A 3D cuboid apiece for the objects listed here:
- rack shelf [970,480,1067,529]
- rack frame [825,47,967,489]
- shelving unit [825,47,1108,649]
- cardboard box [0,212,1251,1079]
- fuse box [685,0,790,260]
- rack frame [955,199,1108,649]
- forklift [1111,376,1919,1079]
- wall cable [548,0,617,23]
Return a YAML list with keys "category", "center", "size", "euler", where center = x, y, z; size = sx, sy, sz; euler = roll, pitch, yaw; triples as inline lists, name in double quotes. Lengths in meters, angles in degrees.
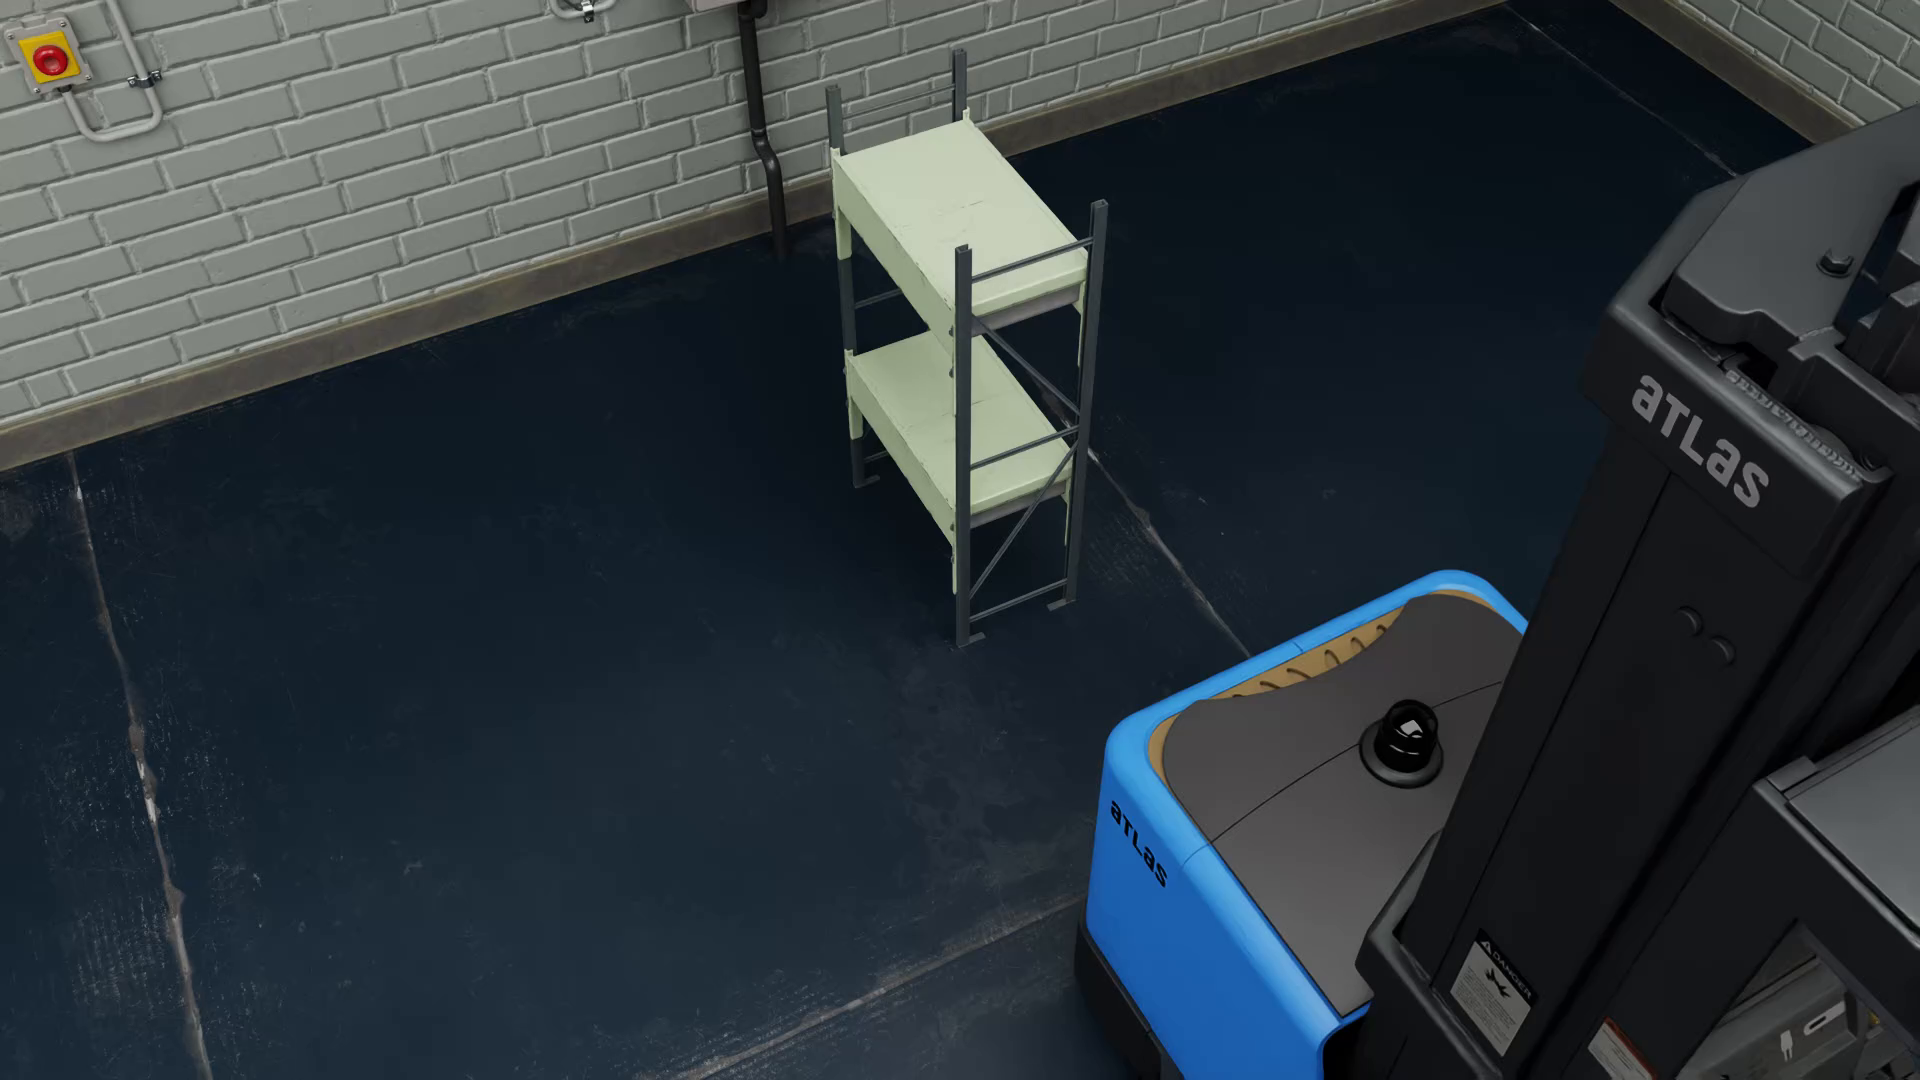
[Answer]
- category: "rack shelf"
  center: [0.003, -0.322, 4.873]
  size: [0.332, 0.071, 0.664]
  euler: [-21, 52, -18]
- category: "rack frame"
  center: [-0.164, -0.734, 4.896]
  size: [0.400, 1.500, 0.023]
  euler: [-21, 52, -18]
- category: "shelving unit"
  center: [0.003, -0.489, 4.682]
  size: [0.400, 1.500, 0.755]
  euler: [-21, 52, -18]
- category: "cardboard box"
  center: [0.162, 3.641, 1.036]
  size: [6.103, 1.550, 13.522]
  euler: [-22, 52, -18]
- category: "fuse box"
  center: [-0.623, -1.612, 5.523]
  size: [0.539, 1.711, 0.414]
  euler: [-21, 52, -18]
- category: "rack frame"
  center: [0.171, -0.244, 4.467]
  size: [0.400, 1.500, 0.023]
  euler: [-21, 52, -18]
- category: "forklift"
  center: [1.459, 0.997, 2.490]
  size: [1.107, 2.843, 2.937]
  euler: [-23, 53, -19]
- category: "wall cable"
  center: [-1.302, -2.241, 4.542]
  size: [0.588, 1.984, 0.122]
  euler: [-21, 52, -18]
